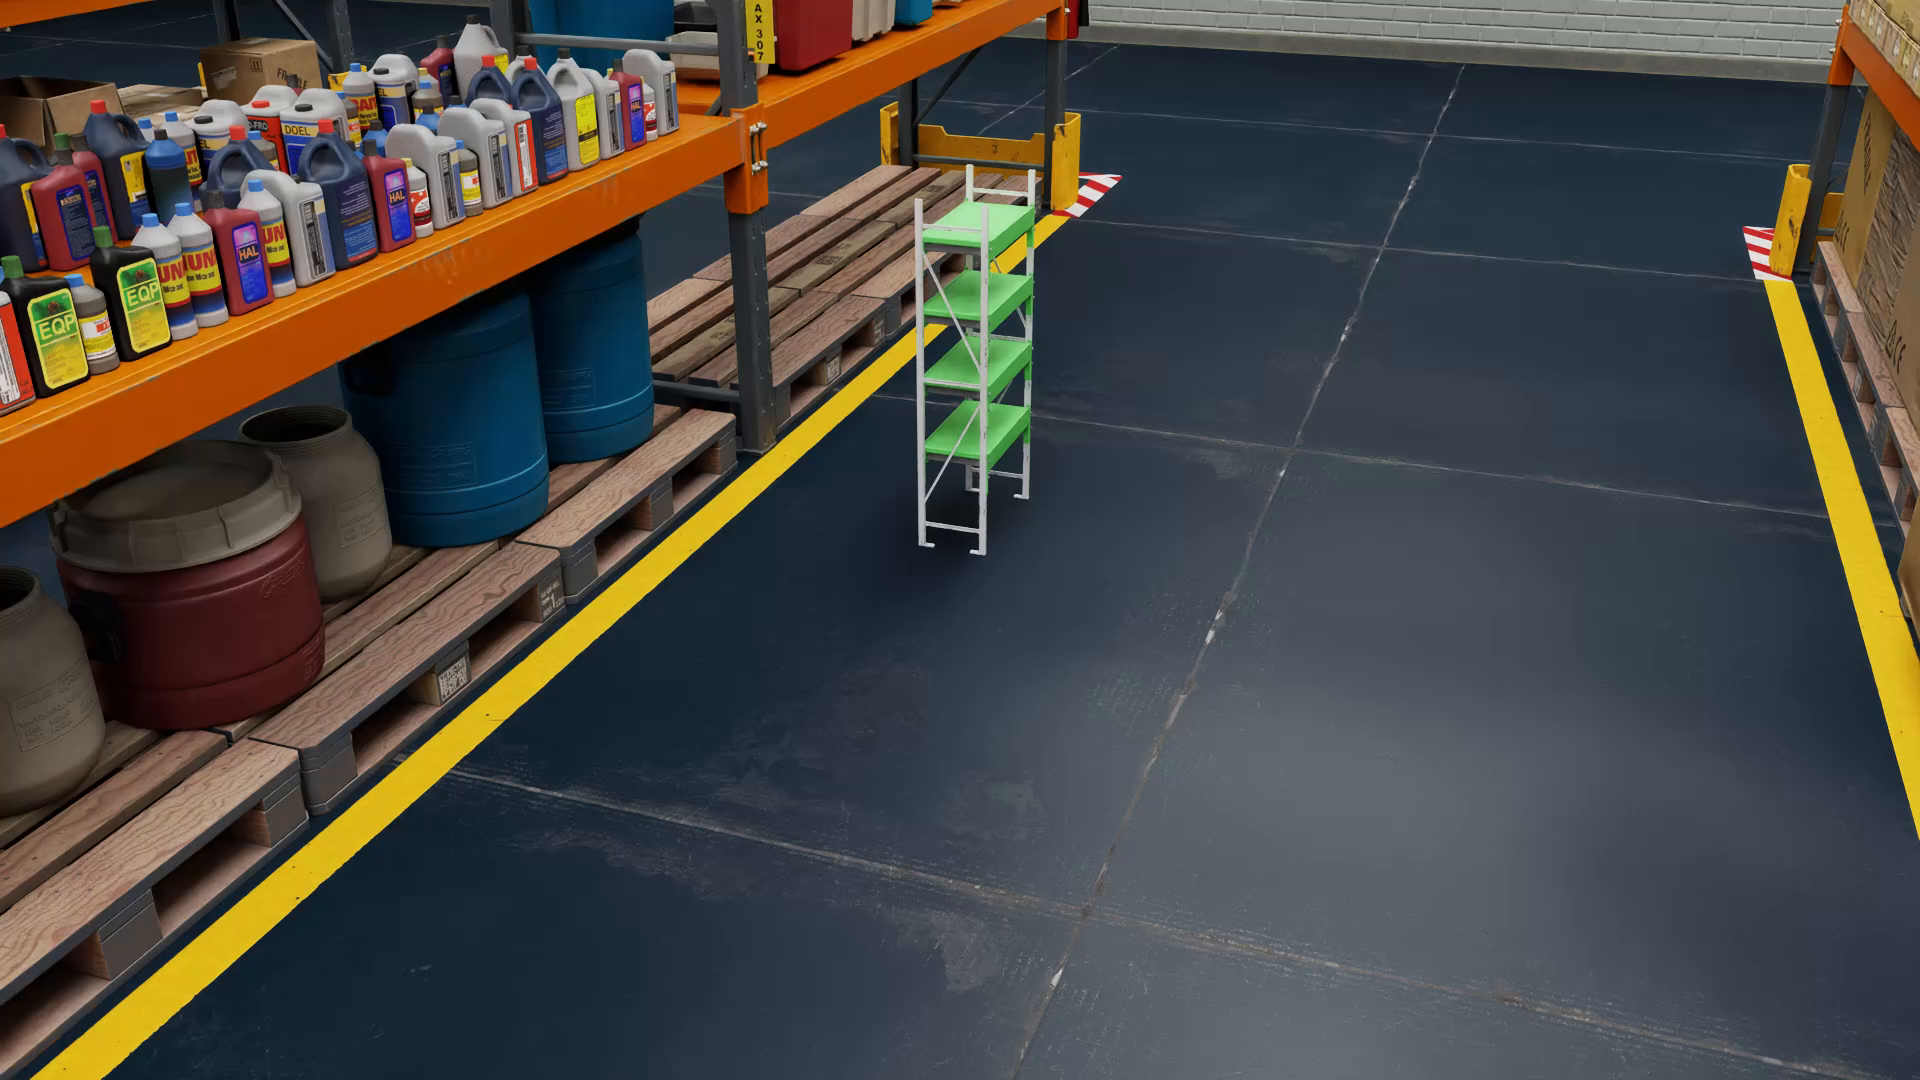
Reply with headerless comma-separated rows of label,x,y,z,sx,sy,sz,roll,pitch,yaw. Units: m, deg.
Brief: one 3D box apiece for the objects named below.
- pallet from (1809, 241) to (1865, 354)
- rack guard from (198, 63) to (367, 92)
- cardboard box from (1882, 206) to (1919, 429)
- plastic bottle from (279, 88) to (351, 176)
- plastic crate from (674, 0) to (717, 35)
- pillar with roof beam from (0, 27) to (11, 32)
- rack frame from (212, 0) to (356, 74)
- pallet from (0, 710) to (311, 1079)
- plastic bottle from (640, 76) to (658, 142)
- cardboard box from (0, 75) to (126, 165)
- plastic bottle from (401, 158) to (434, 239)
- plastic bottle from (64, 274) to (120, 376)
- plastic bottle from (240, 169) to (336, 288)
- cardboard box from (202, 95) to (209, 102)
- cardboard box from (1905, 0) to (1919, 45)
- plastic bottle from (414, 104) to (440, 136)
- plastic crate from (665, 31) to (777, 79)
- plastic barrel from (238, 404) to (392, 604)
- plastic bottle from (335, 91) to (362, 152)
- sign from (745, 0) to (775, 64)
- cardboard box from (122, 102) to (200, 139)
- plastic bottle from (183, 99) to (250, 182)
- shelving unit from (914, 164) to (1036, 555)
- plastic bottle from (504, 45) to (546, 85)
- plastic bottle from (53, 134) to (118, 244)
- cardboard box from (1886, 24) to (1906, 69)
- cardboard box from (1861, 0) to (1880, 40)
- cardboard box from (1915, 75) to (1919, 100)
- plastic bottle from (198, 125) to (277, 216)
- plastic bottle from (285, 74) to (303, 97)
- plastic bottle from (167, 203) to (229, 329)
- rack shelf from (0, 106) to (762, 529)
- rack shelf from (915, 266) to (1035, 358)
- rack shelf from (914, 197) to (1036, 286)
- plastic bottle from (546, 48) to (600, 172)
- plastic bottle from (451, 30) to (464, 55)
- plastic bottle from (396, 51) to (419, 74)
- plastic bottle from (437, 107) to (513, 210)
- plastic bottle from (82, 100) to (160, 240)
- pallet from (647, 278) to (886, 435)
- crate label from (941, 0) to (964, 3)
pallet,4.600,-1.098,7.776,1.003,0.211,1.213,9,27,17
rack guard,-4.574,-2.975,11.321,1.175,0.500,0.348,9,27,17
cardboard box,4.055,-0.912,6.147,0.875,0.875,0.875,9,27,17
plastic bottle,-1.888,-1.174,4.875,0.152,0.276,0.135,9,27,17
plastic crate,-1.091,-2.170,7.036,0.437,0.125,0.590,9,27,17
pillar with roof beam,-5.079,-8.159,12.275,9.100,9.000,0.400,9,27,17
rack frame,-4.549,-4.131,10.840,1.000,3.000,0.127,9,27,17
pallet,-2.318,0.801,3.853,1.003,0.211,1.213,9,27,17
plastic bottle,-1.049,-1.418,5.464,0.097,0.201,0.097,0,26,0
cardboard box,-5.259,-2.335,9.490,0.797,0.503,0.637,9,27,17
plastic bottle,-1.460,-0.910,4.415,0.097,0.201,0.097,0,26,0
plastic bottle,-1.829,-0.454,3.474,0.097,0.201,0.097,0,26,0
plastic bottle,-1.631,-0.769,4.038,0.152,0.276,0.135,9,27,17
cardboard box,-5.095,-2.829,10.897,0.380,0.166,0.250,9,27,17
cardboard box,3.872,-1.966,6.199,0.500,0.250,0.500,8,27,16
plastic bottle,-1.494,-1.099,4.725,0.097,0.271,0.097,0,26,0
plastic crate,-0.920,-1.846,6.355,0.396,0.136,0.243,9,27,17
plastic barrel,-1.915,-0.106,4.899,0.421,0.512,0.421,0,26,0
plastic bottle,-1.942,-1.309,5.240,0.097,0.201,0.097,0,26,0
sign,-0.692,-1.812,5.732,0.100,0.325,0.005,9,27,17
cardboard box,-4.842,-2.446,10.011,0.500,0.250,0.500,9,27,17
plastic bottle,-2.108,-1.101,4.724,0.152,0.276,0.135,9,27,17
shelving unit,0.055,-0.608,5.629,0.258,1.200,0.503,9,27,17
plastic bottle,-1.343,-1.341,5.134,0.144,0.351,0.185,9,27,17
plastic bottle,-2.265,-0.891,4.282,0.061,0.283,0.133,9,27,17
cardboard box,3.937,-1.953,6.630,0.380,0.149,0.250,8,27,17
cardboard box,4.194,-2.271,7.287,0.380,0.149,0.250,8,27,16
cardboard box,3.681,-1.637,5.978,0.380,0.149,0.250,8,27,17
plastic bottle,-1.762,-0.834,4.088,0.144,0.351,0.185,9,27,17
plastic bottle,-2.030,-1.261,5.047,0.061,0.283,0.133,9,27,17
plastic bottle,-1.720,-0.620,3.737,0.097,0.271,0.097,0,26,0
rack shelf,-1.875,-0.622,4.418,1.077,0.370,4.000,9,27,17
rack shelf,0.055,-0.767,5.552,0.258,0.148,0.480,9,27,17
rack shelf,0.055,-0.983,5.448,0.258,0.148,0.480,9,27,17
plastic bottle,-1.207,-1.320,5.091,0.144,0.351,0.185,9,27,17
plastic bottle,-1.734,-1.626,5.801,0.061,0.283,0.133,9,27,17
plastic bottle,-1.832,-1.476,5.504,0.097,0.271,0.097,0,26,0
plastic bottle,-1.370,-1.090,4.702,0.152,0.276,0.135,9,27,17
plastic bottle,-2.230,-0.990,4.408,0.144,0.351,0.185,9,27,17
pallet,-1.002,-0.820,7.202,1.003,0.211,1.213,9,27,17
crate label,-0.159,-2.723,8.166,0.396,0.136,0.243,9,27,17
